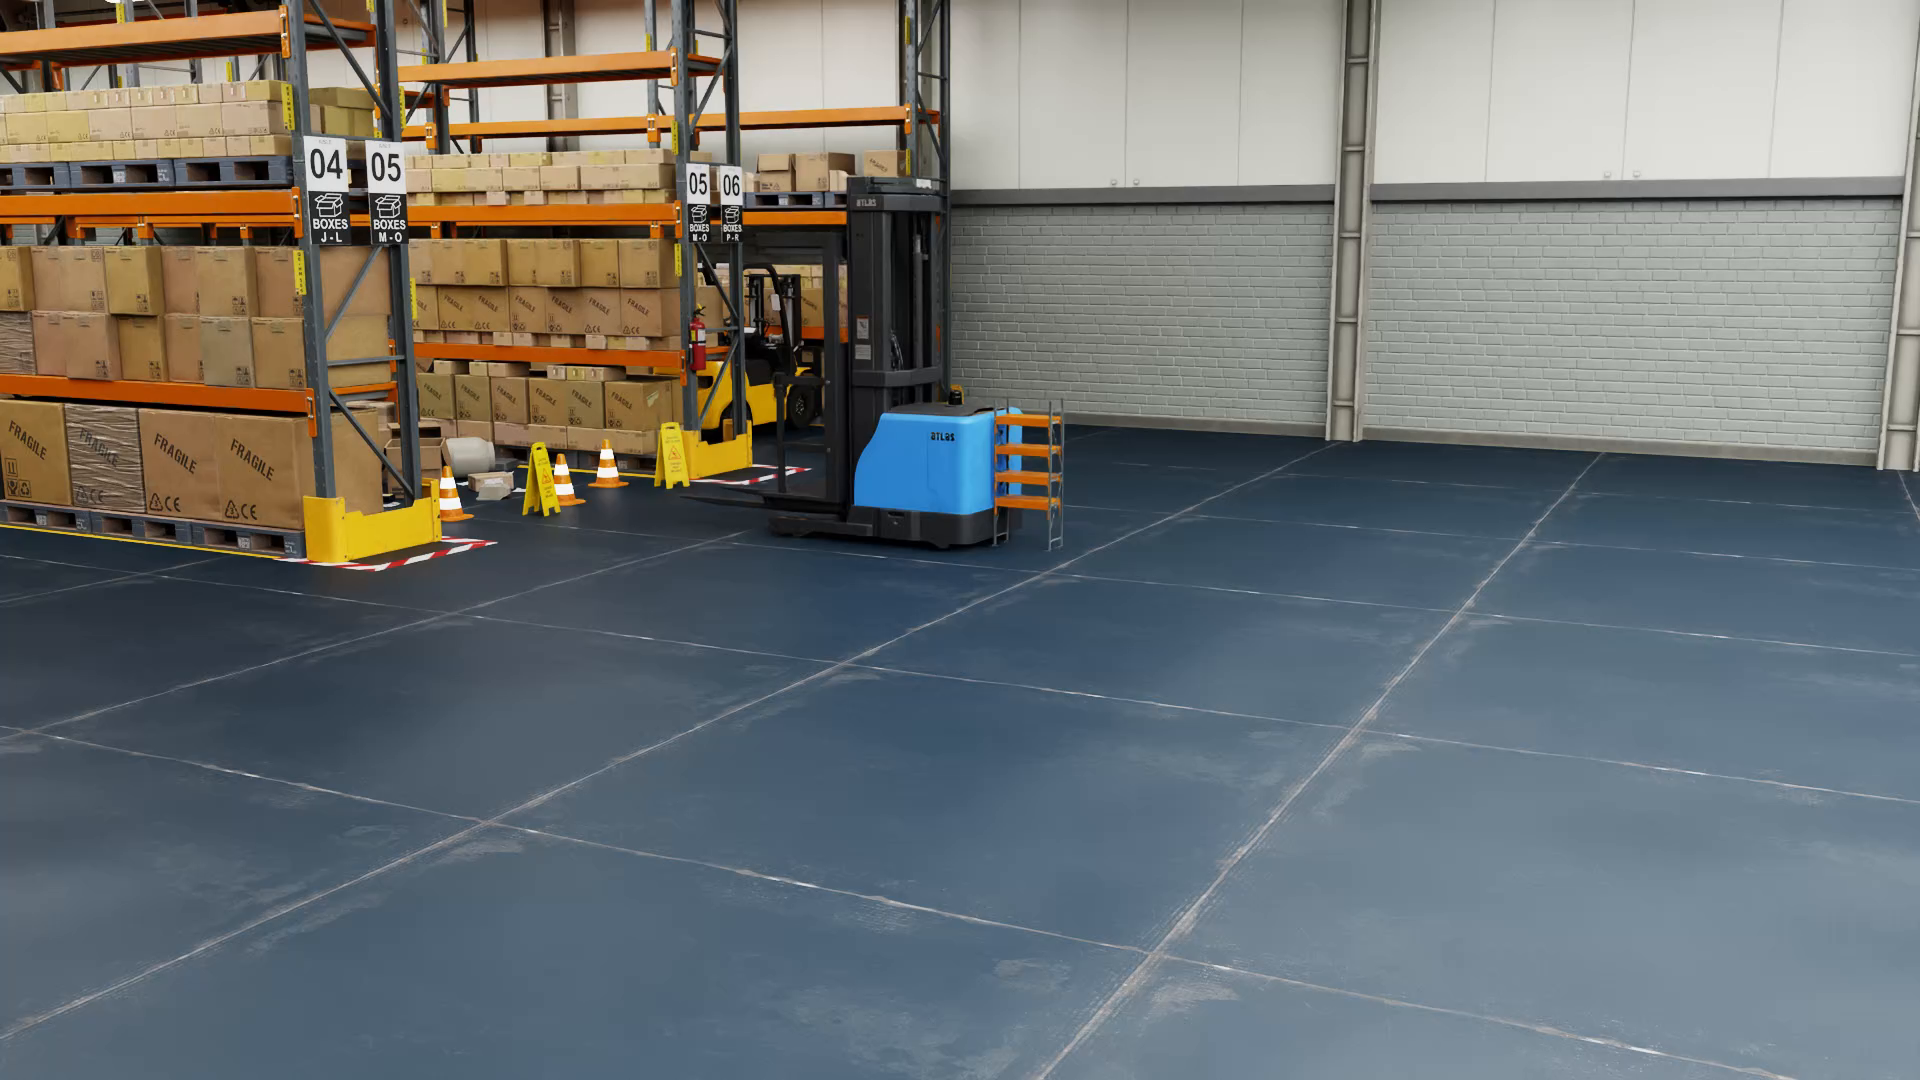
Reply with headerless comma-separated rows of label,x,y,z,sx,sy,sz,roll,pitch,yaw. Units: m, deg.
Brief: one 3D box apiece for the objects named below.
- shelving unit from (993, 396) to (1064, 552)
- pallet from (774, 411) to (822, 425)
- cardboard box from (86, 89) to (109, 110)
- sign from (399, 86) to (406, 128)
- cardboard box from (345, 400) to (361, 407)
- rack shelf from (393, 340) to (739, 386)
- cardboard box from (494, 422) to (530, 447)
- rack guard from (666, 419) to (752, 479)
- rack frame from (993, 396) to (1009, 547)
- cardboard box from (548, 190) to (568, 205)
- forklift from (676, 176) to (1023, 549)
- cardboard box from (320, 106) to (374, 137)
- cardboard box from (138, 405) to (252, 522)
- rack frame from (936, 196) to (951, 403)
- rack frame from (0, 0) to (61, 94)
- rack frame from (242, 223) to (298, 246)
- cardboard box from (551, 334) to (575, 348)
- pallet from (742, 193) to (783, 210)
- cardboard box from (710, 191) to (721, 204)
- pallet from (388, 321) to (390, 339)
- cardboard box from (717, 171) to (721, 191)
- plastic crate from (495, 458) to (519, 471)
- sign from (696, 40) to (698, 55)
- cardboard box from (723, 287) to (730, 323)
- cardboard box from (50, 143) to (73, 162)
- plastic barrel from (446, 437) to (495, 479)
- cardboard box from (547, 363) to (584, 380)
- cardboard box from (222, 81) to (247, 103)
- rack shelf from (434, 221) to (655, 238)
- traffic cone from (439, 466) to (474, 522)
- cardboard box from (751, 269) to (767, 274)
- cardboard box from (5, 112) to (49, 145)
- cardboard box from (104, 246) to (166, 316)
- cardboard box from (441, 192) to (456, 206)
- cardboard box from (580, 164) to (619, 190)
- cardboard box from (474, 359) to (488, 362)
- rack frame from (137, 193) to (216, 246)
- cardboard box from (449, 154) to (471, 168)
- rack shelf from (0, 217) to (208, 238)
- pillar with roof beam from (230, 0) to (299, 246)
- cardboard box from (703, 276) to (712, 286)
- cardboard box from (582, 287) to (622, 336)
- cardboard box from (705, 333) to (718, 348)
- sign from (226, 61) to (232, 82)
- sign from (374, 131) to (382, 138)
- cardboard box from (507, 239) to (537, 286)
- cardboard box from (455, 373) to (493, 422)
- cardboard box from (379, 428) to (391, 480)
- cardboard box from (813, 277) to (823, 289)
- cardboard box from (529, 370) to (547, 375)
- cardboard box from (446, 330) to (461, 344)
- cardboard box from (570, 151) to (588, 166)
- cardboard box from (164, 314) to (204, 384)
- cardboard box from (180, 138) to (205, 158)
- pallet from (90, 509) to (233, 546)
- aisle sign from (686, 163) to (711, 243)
shelving unit,0.548,-0.534,13.312,0.503,1.200,0.258,6,12,28
pallet,-2.193,-1.772,22.926,1.213,0.211,1.003,5,11,26
cardboard box,-6.738,-3.515,13.314,0.250,0.149,0.380,5,11,26
sign,-4.440,-3.435,13.190,0.005,0.325,0.100,5,11,26
cardboard box,-7.297,-1.527,19.942,0.625,0.372,0.950,6,12,29
rack shelf,-4.385,-2.004,18.402,4.000,0.370,1.077,5,11,26
cardboard box,-4.809,-1.198,18.470,0.500,0.250,0.500,5,11,25
rack guard,-2.660,-0.977,17.723,0.348,0.500,1.175,5,11,26
rack frame,0.334,-0.555,13.427,0.015,1.200,0.240,6,12,28
cardboard box,-4.171,-3.642,17.713,0.250,0.149,0.380,5,11,24
forklift,-1.016,-1.537,13.994,3.031,2.935,1.130,6,12,28
cardboard box,-5.011,-3.286,13.165,0.500,0.250,0.500,5,11,26
cardboard box,-6.119,-0.675,13.825,0.875,0.875,0.875,5,11,25
rack frame,-0.399,-2.994,21.849,0.127,3.000,1.000,5,11,26
rack frame,-8.278,-4.669,14.263,0.127,3.000,1.000,5,11,26
rack frame,-11.160,-3.939,27.074,0.127,3.000,1.000,5,11,26
cardboard box,-4.200,-2.162,17.959,0.250,0.149,0.380,5,11,25
pallet,-3.210,-4.678,22.983,1.213,0.211,1.003,5,11,26
cardboard box,-2.745,-3.631,17.654,0.250,0.149,0.380,5,11,26
pallet,-6.800,-2.505,19.687,1.213,0.211,1.003,5,11,26
cardboard box,-3.348,-4.893,22.708,0.500,0.311,0.500,5,12,27
plastic crate,-5.134,-0.825,18.062,0.583,0.080,0.402,1,10,6
sign,-3.718,-6.885,23.438,0.005,0.325,0.100,5,11,26
cardboard box,-3.229,-3.243,22.946,0.500,0.500,0.500,5,12,27
cardboard box,-7.189,-3.163,13.606,0.250,0.149,0.380,5,11,25
plastic barrel,-5.114,-0.854,17.260,0.512,0.421,0.421,-4,11,-23
cardboard box,-4.244,-1.824,17.998,0.250,0.149,0.380,6,12,28
cardboard box,-5.367,-3.395,12.650,0.250,0.149,0.380,5,11,26
rack shelf,-5.779,-4.589,24.259,4.000,0.370,1.077,5,11,26
traffic cone,-4.539,-0.423,14.766,0.334,0.463,0.336,5,11,26
cardboard box,-2.641,-3.662,22.606,0.250,0.149,0.380,5,11,26
cardboard box,-7.511,-3.399,13.792,0.500,0.250,0.500,5,11,25
cardboard box,-6.516,-2.158,13.779,0.500,0.550,0.875,5,11,26
cardboard box,-5.527,-3.773,18.438,0.250,0.149,0.380,5,11,26
cardboard box,-3.615,-3.789,17.404,0.500,0.250,0.500,5,11,25
cardboard box,-7.020,-2.611,25.223,0.625,0.625,0.875,5,12,28
rack frame,-9.766,-2.831,20.951,0.127,3.000,1.000,5,11,26
cardboard box,-5.338,-4.121,18.120,0.250,0.149,0.380,5,11,25
rack shelf,-11.560,-4.111,21.618,4.000,0.370,1.077,5,11,26
pillar with roof beam,-13.291,-6.403,23.839,0.548,9.000,9.100,5,11,26
cardboard box,-3.338,-3.574,22.953,0.250,0.149,0.380,5,11,26
cardboard box,-3.647,-2.435,17.647,0.500,0.500,0.500,5,11,26
cardboard box,-2.805,-2.137,17.820,0.250,0.149,0.380,5,11,26
sign,-11.417,-7.305,25.979,0.005,0.325,0.100,5,11,26
sign,-6.421,-4.351,18.369,0.005,0.325,0.100,5,11,26
cardboard box,-4.486,-3.020,18.071,0.500,0.500,0.700,5,11,25
cardboard box,-5.284,-1.609,18.632,0.500,0.500,0.500,6,12,28
cardboard box,-6.129,-0.846,16.608,0.503,0.637,0.797,5,11,26
cardboard box,-1.759,-3.425,22.131,0.250,0.149,0.380,5,11,24
cardboard box,-4.615,-1.655,18.888,0.500,0.500,0.500,6,12,29
cardboard box,-5.537,-2.289,18.658,0.250,0.149,0.380,5,11,26
cardboard box,-3.898,-4.017,17.548,0.250,0.149,0.380,5,11,26
cardboard box,-5.994,-1.602,13.738,0.550,0.550,0.875,5,11,26
cardboard box,-5.822,-3.043,12.942,0.250,0.149,0.380,5,11,26
pallet,-6.533,-0.177,14.115,1.213,0.211,1.003,5,11,26
aisle sign,-2.664,-3.429,16.953,0.004,0.787,0.394,5,11,26
